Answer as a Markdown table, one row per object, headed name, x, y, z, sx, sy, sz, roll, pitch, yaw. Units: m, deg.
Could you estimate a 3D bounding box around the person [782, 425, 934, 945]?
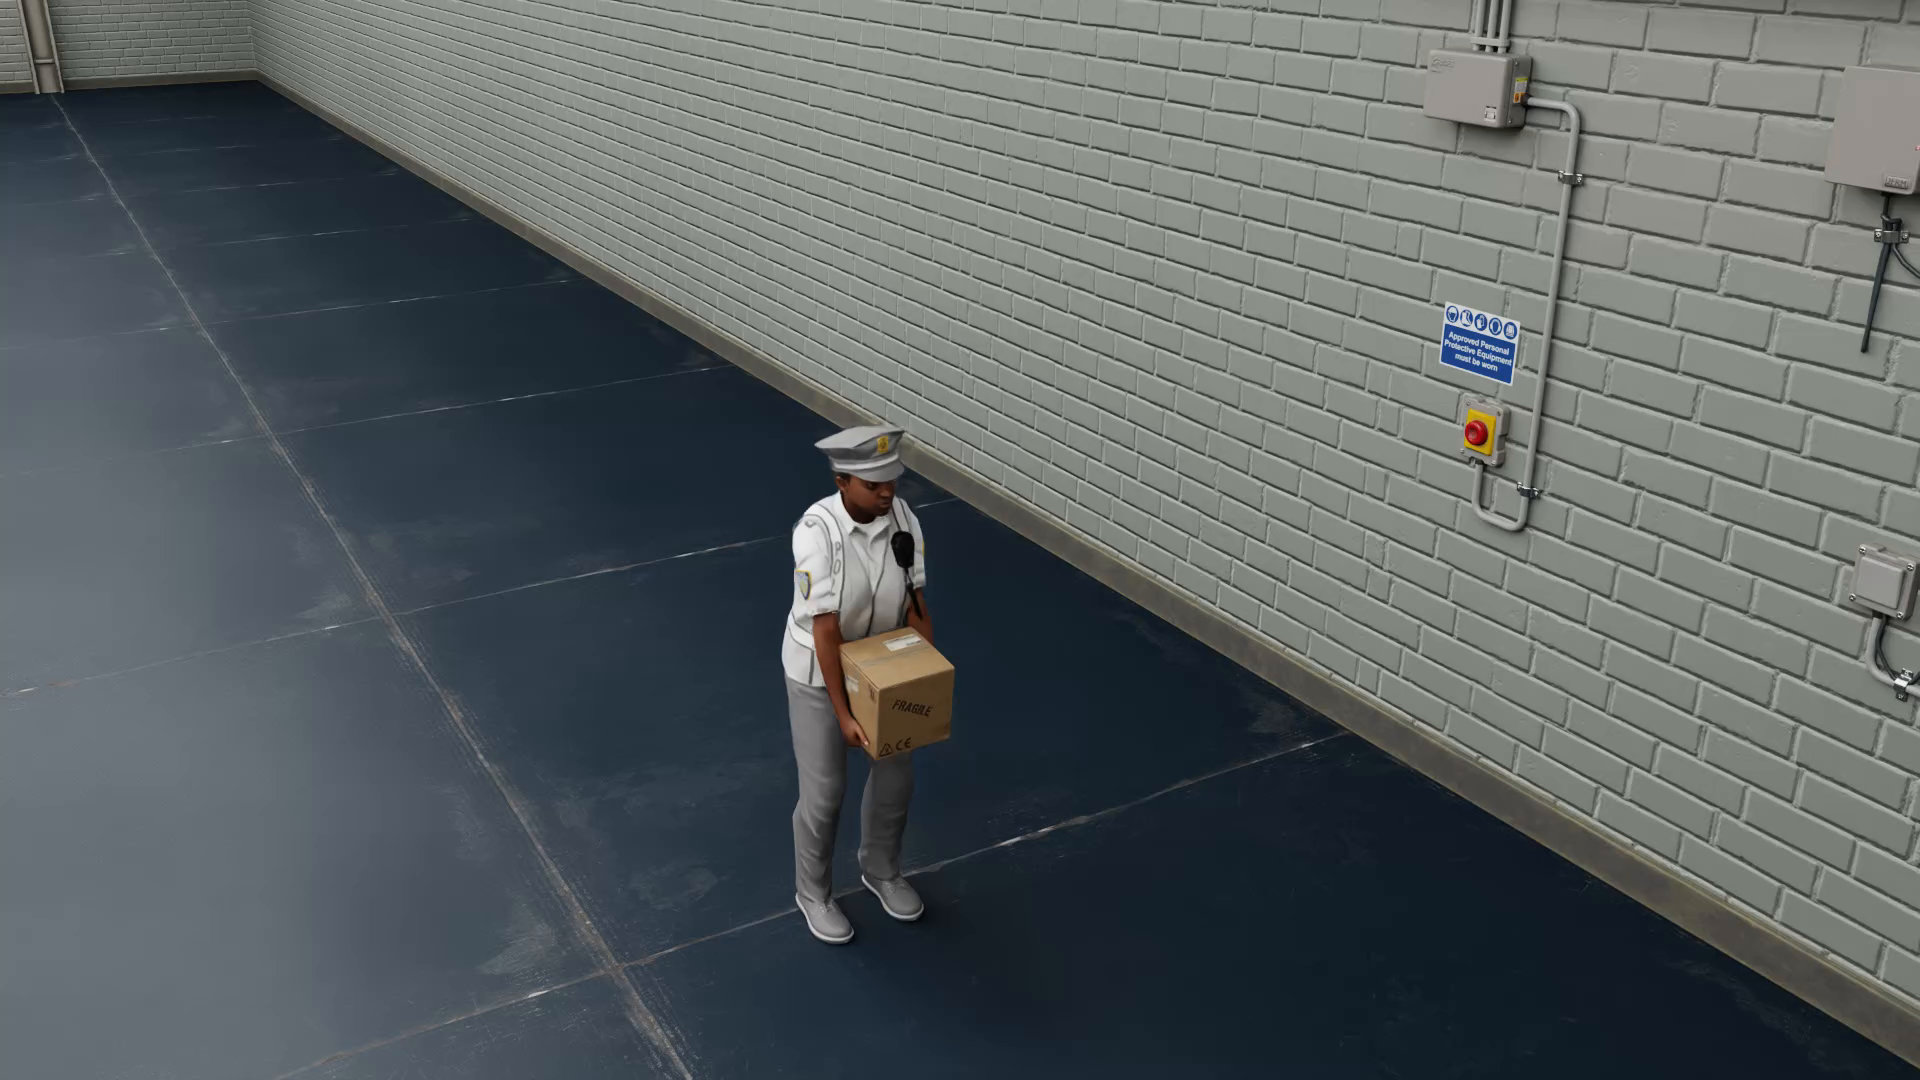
| name | x | y | z | sx | sy | sz | roll | pitch | yaw |
| --- | --- | --- | --- | --- | --- | --- | --- | --- | --- |
| person | -0.285 | 0.443 | 4.997 | 0.416 | 1.664 | 0.543 | -13 | 25 | -29 |
